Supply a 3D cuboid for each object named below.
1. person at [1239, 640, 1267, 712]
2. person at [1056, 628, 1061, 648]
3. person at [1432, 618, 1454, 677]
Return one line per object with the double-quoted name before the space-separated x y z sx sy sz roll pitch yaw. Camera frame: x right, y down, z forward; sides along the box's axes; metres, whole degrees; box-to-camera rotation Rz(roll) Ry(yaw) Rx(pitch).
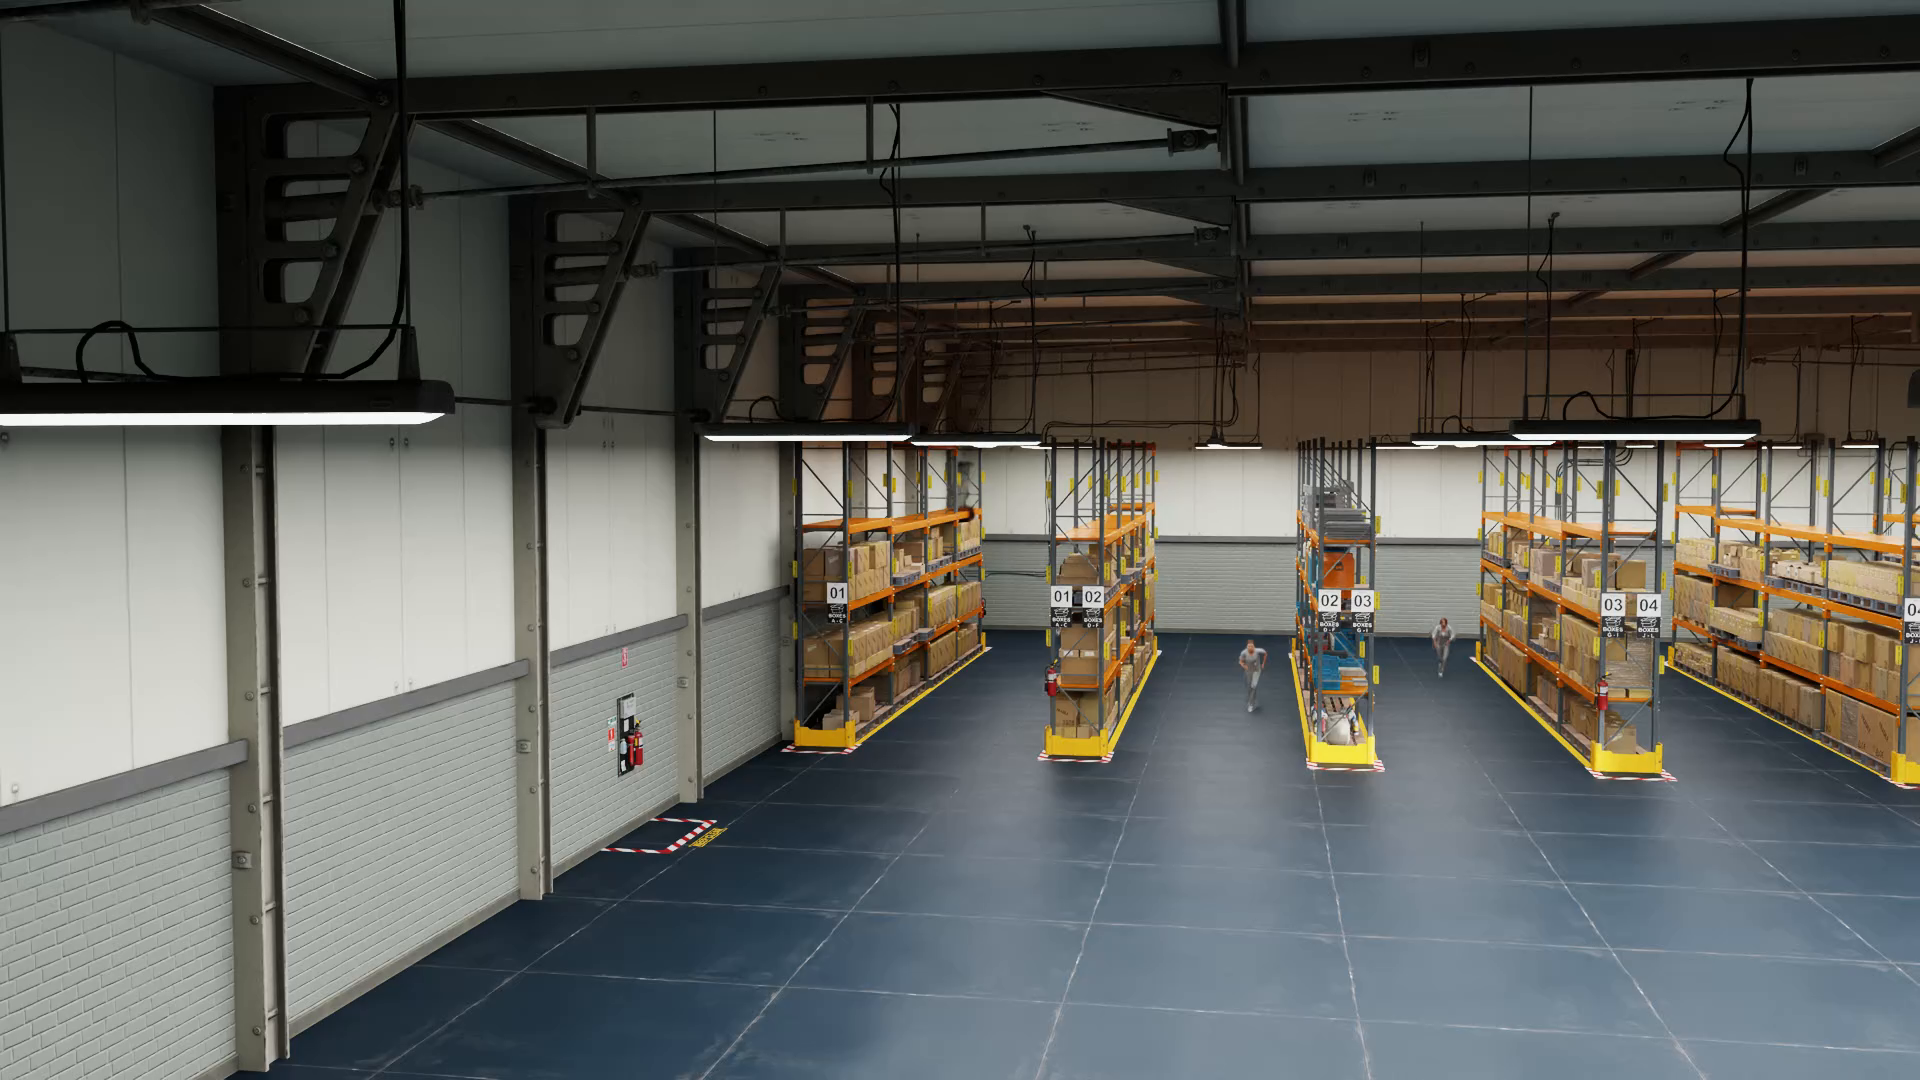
"person" 6.519 2.991 37.008 0.604 1.628 0.969 1 3 14
"person" 2.809 2.549 44.176 0.654 1.711 0.769 0 3 4
"person" 12.321 2.736 42.440 0.532 1.536 0.703 1 3 11
